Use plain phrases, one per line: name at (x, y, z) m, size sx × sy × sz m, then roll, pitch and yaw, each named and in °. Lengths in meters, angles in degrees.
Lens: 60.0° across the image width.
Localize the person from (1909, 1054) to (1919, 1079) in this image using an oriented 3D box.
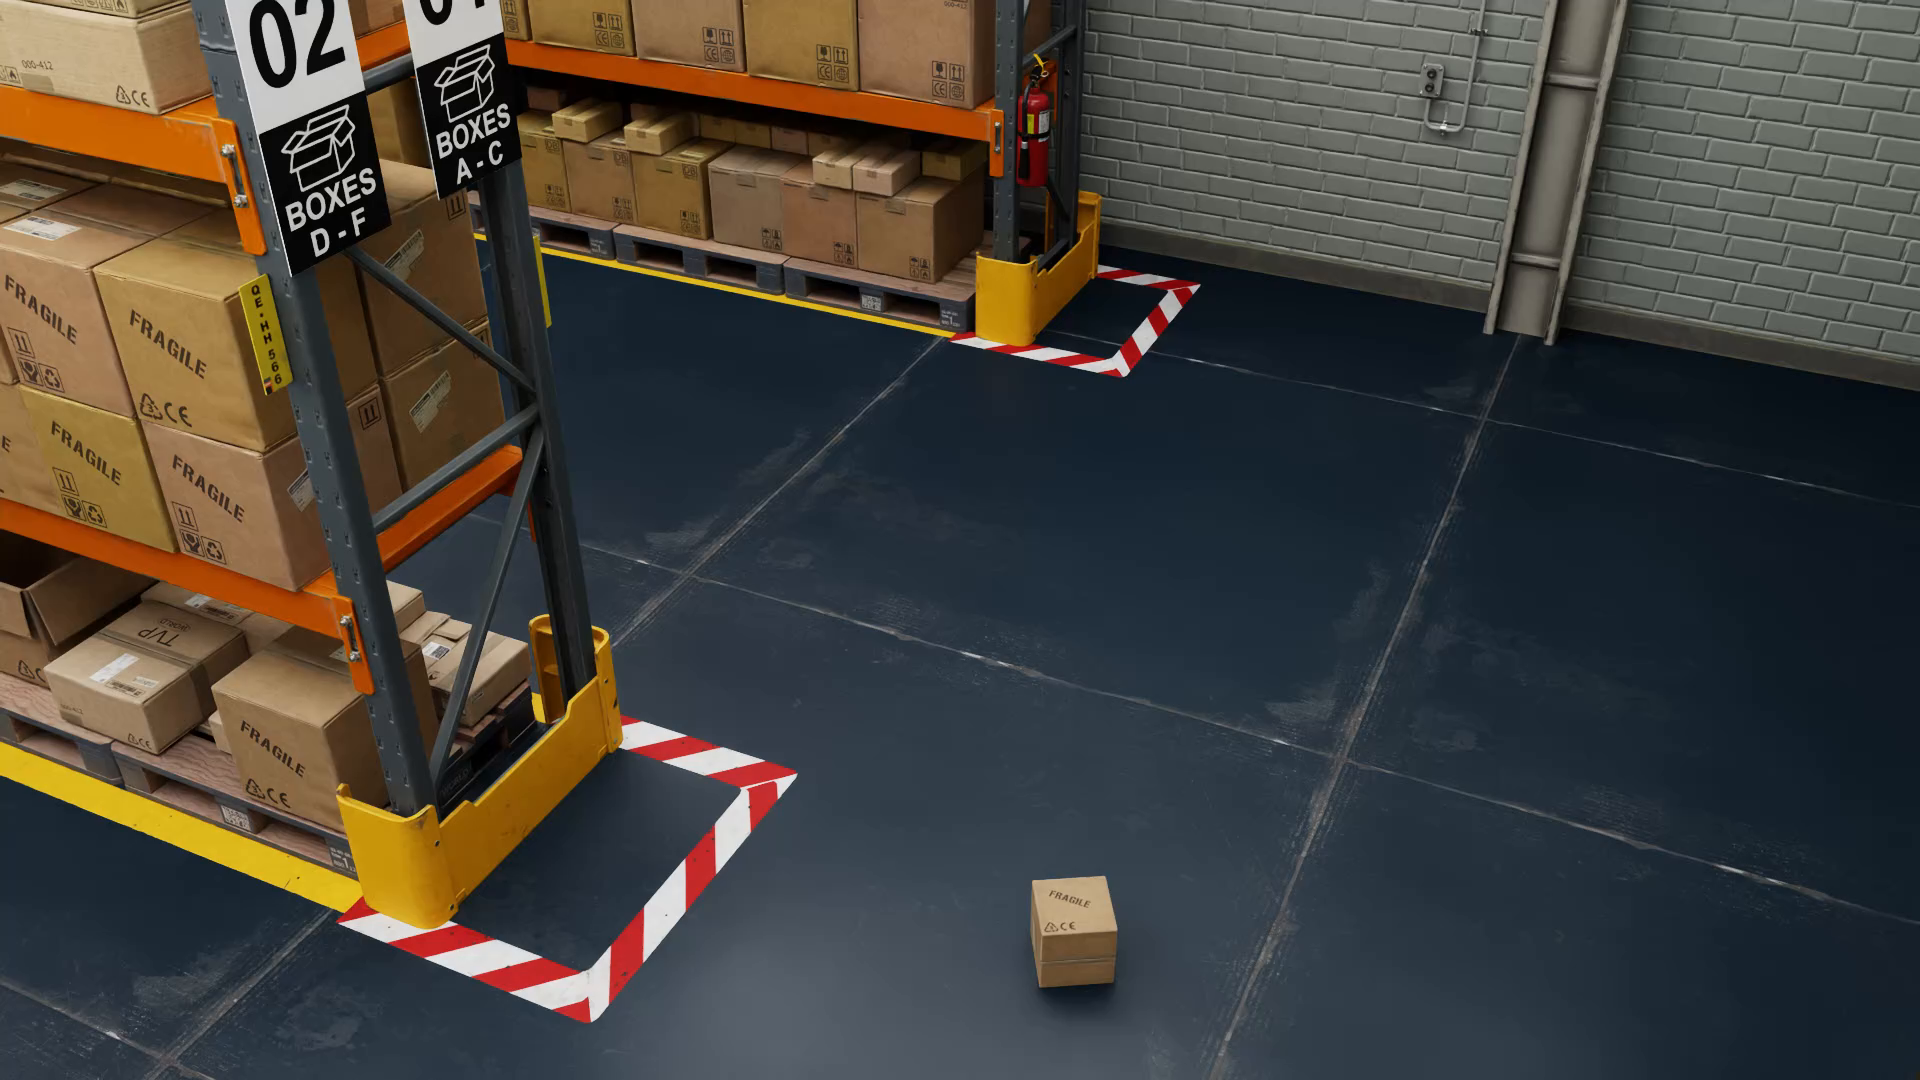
person at (2.922, 1.107, 4.454) m, size 0.434 × 1.794 × 0.586 m, roll 19°, pitch 38°, yaw 27°
